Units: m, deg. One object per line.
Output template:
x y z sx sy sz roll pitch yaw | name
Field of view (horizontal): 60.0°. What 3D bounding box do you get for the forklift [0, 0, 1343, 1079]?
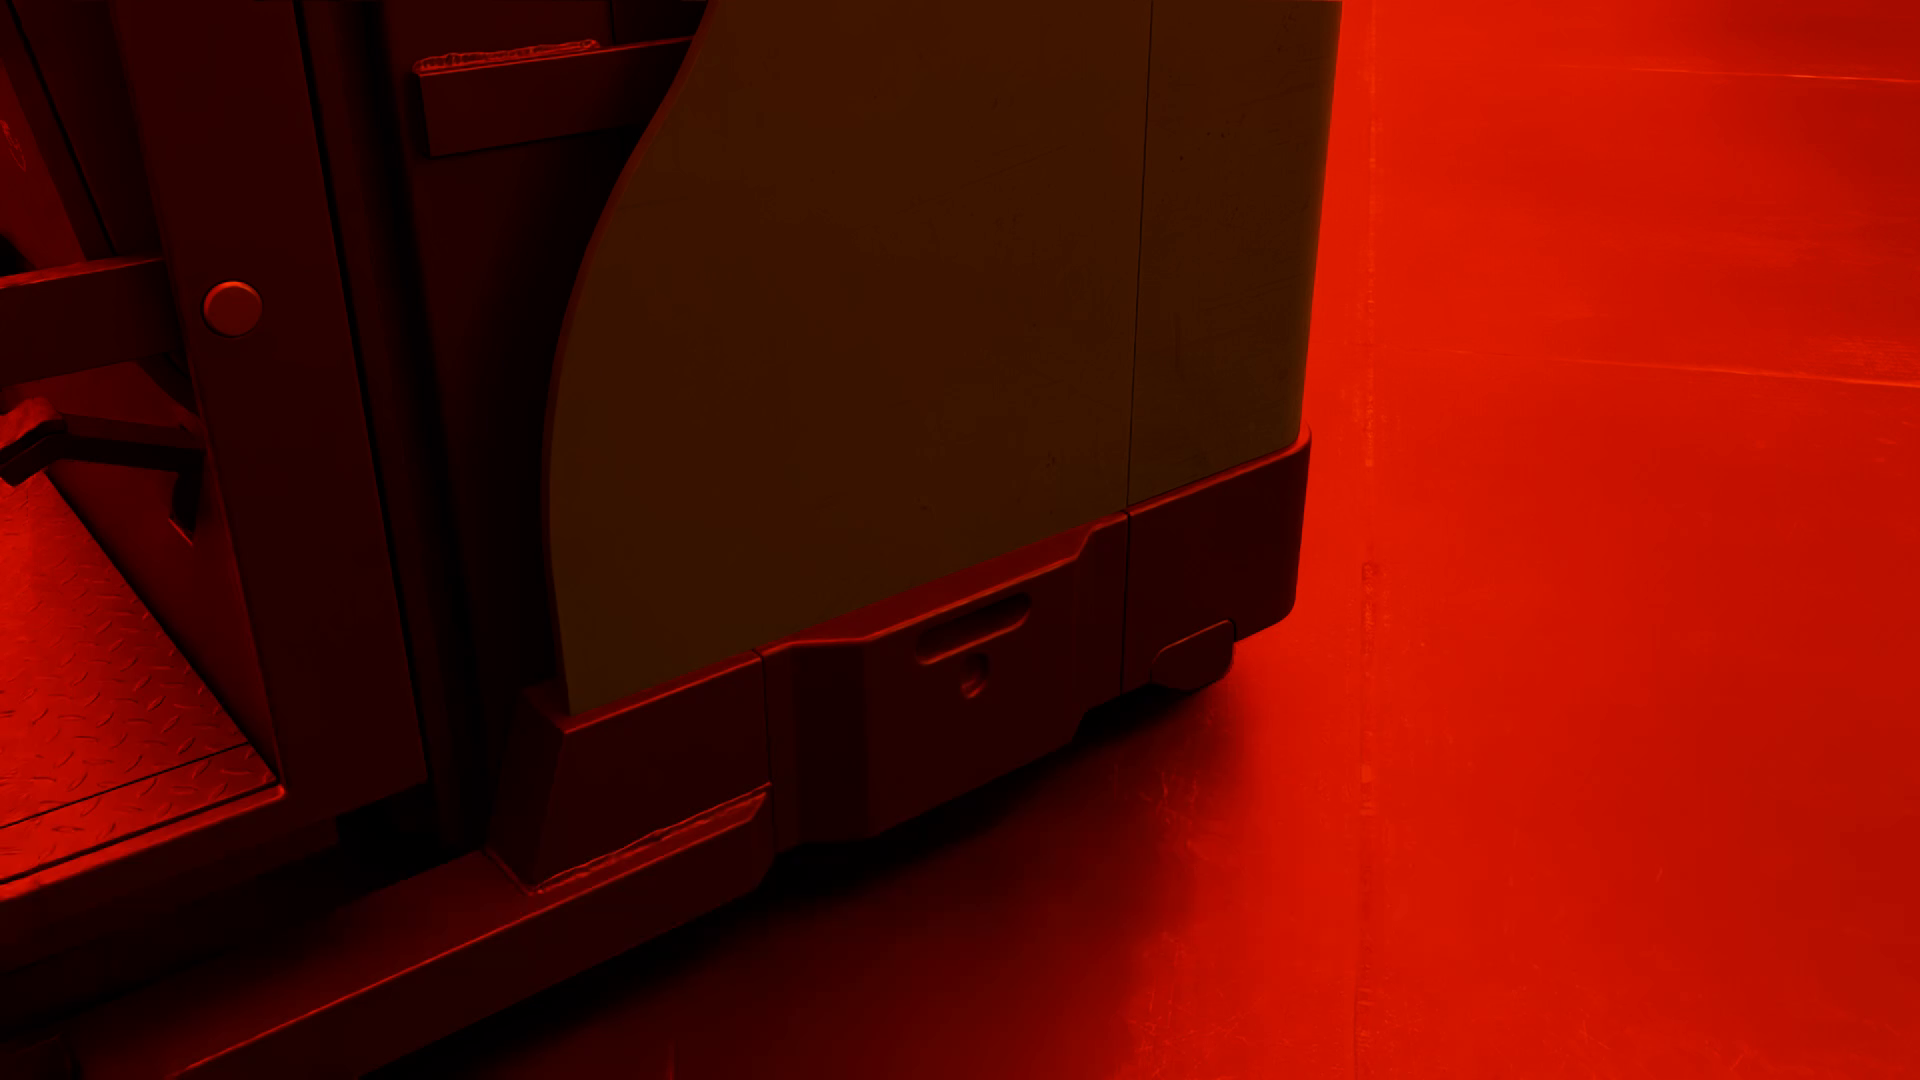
-1.023 -0.921 1.072 3.031 2.935 1.130 -20 33 -34 | forklift
